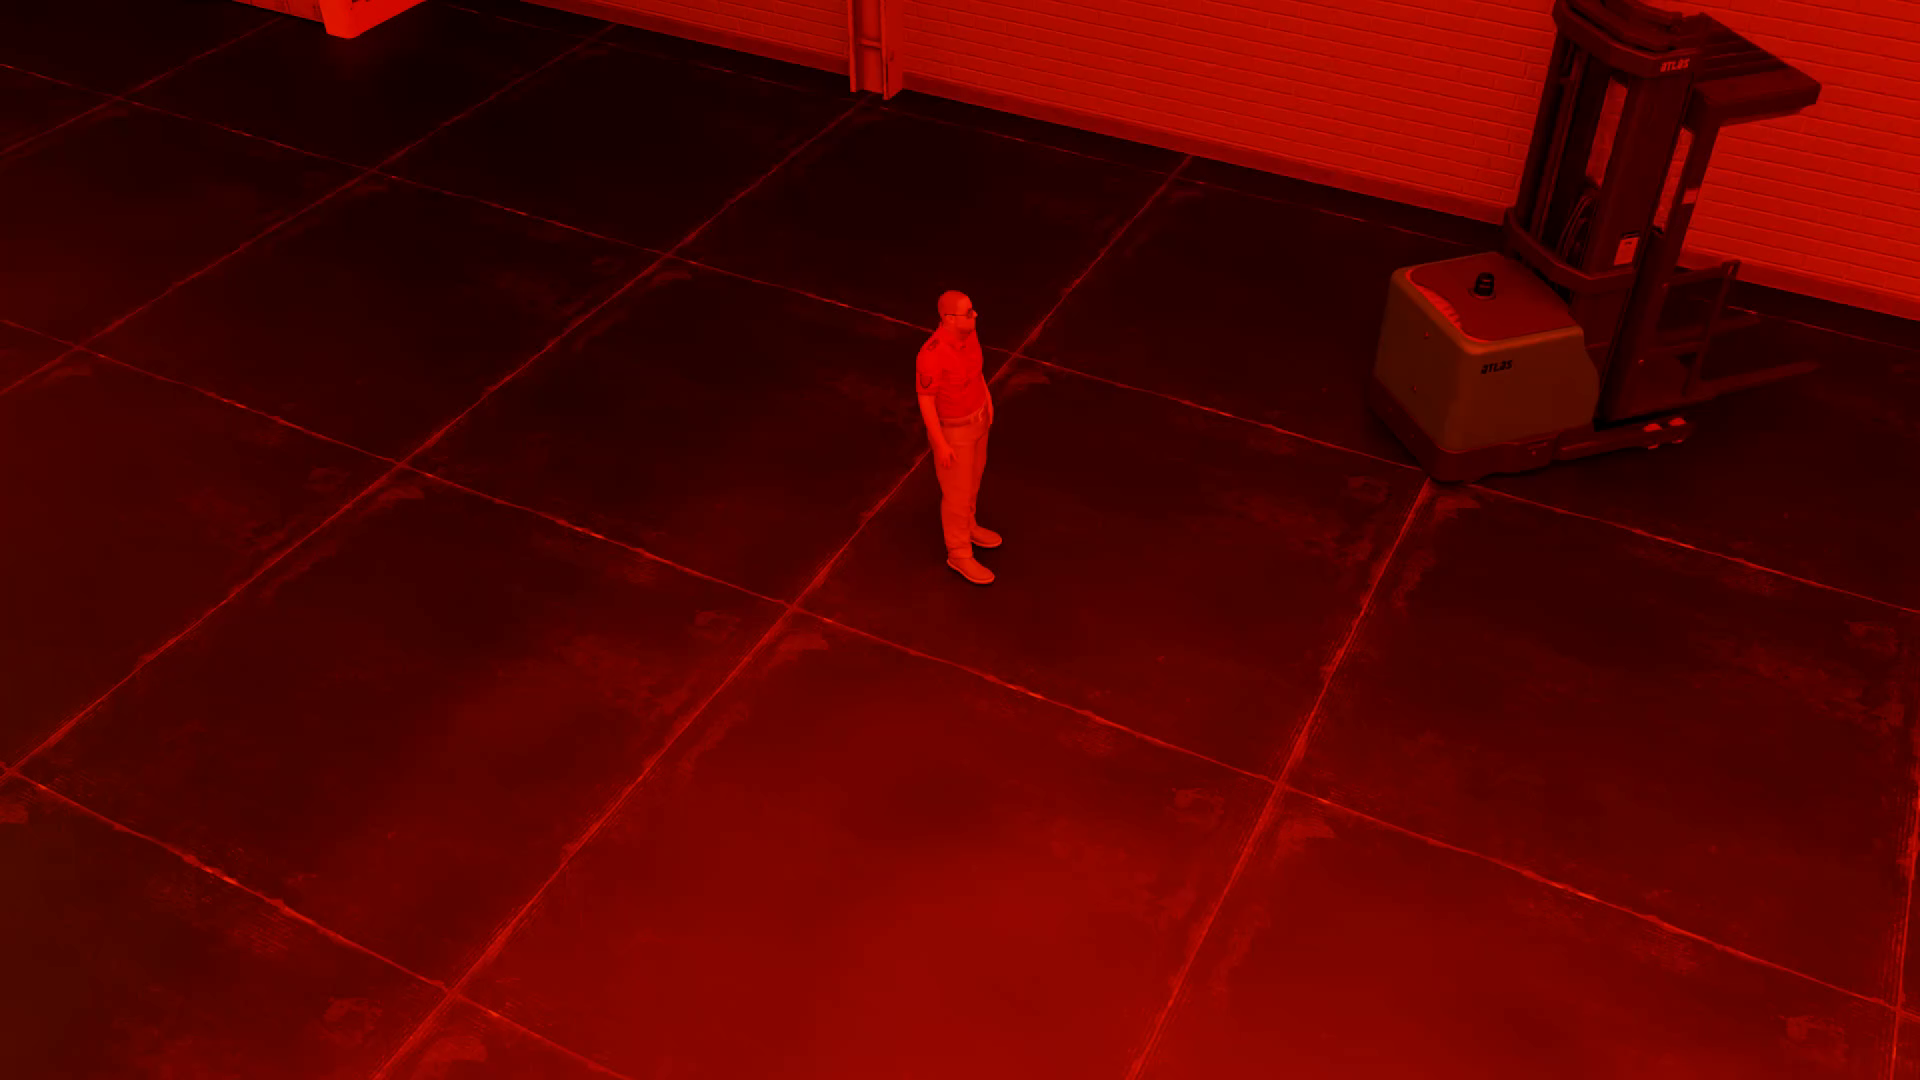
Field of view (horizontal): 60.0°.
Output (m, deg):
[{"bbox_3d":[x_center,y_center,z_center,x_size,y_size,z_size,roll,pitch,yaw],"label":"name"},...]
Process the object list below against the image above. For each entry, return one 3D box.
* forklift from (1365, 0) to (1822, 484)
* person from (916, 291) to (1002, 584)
[{"bbox_3d":[4.322,-2.036,10.404,3.031,2.935,1.130,-12,42,-14],"label":"forklift"},{"bbox_3d":[0.075,-0.634,9.660,0.550,1.727,0.641,18,43,21],"label":"person"}]
